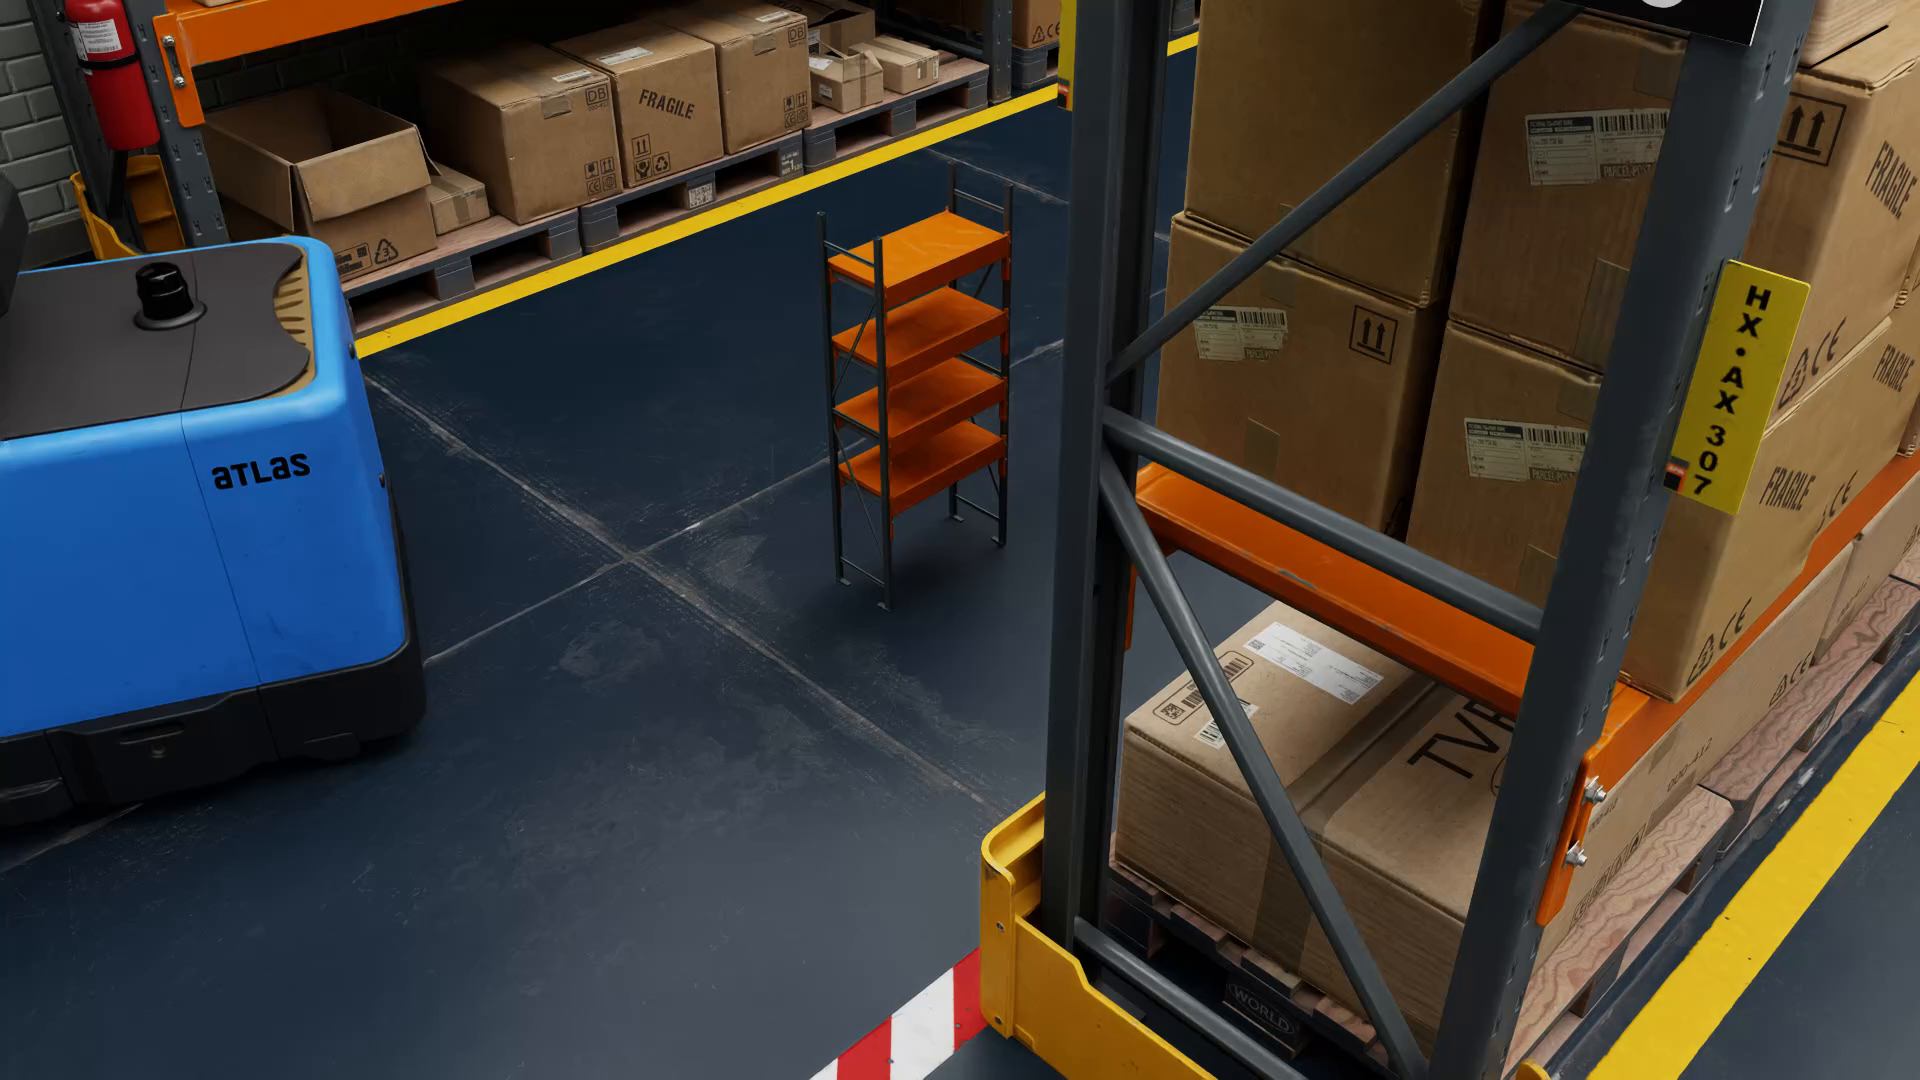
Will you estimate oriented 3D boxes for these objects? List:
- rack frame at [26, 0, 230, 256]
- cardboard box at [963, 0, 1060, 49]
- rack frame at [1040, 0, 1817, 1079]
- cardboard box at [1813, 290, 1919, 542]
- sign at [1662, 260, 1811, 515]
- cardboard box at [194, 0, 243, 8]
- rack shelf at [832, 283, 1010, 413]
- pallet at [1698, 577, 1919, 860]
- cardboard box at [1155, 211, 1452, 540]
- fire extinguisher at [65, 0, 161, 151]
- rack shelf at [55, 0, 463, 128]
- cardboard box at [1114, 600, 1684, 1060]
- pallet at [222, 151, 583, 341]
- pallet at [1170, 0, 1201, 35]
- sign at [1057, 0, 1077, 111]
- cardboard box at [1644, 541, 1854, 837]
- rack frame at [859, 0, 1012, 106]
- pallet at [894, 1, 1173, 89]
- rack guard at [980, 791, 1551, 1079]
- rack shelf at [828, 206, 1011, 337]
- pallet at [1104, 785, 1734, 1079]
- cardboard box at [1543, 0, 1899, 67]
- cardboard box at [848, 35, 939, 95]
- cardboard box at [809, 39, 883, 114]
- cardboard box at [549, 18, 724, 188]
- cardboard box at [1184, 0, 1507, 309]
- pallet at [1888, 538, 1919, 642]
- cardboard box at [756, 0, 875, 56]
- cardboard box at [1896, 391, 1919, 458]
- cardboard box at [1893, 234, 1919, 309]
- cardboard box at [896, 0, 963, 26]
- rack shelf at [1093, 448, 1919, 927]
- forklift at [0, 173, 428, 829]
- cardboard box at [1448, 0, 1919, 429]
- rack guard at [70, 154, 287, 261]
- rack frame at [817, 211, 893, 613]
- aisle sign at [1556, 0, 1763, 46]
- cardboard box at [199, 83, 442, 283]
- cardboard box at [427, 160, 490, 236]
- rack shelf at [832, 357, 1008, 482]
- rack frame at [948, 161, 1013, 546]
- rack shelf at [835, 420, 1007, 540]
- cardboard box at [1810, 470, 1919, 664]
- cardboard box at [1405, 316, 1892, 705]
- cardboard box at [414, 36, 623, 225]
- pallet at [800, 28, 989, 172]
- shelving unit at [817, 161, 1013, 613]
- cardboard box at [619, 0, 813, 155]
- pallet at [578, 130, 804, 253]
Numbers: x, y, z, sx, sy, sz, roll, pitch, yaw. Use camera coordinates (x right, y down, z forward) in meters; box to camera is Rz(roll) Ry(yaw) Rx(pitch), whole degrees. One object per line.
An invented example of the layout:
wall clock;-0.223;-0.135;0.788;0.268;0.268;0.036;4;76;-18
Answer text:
rack frame;-2.955;-2.022;5.527;1.000;3.000;0.127;30;45;35
cardboard box;0.364;-2.898;8.602;0.500;0.500;0.500;-28;43;-34
rack frame;0.570;-0.023;2.661;1.000;3.000;0.127;30;45;35
cardboard box;1.448;-0.360;3.056;0.500;0.500;0.500;29;44;35
sign;0.960;-0.185;2.066;0.100;0.325;0.005;30;45;35
cardboard box;-2.529;-1.942;5.632;0.380;0.149;0.250;29;44;35
rack shelf;-0.117;-0.553;4.721;0.258;0.148;0.480;30;45;35
pallet;1.937;0.272;4.676;1.003;0.211;1.213;30;45;35
cardboard box;0.722;-0.367;3.066;0.500;0.500;0.500;-30;45;-35
fire extinguisher;-2.731;-1.591;5.303;0.296;0.674;0.183;30;45;35
rack shelf;-1.546;-2.539;6.897;1.077;0.370;4.000;30;45;35
cardboard box;0.964;0.547;3.716;0.875;0.438;0.875;28;44;34
pallet;-2.341;-1.233;6.834;1.003;0.211;1.213;30;45;35
pallet;1.269;-3.345;9.862;1.003;0.211;1.213;30;45;35
sign;0.195;-0.820;2.584;0.100;0.325;0.005;30;45;35
cardboard box;1.603;0.172;4.253;0.875;0.438;0.875;-29;44;-34
rack frame;-0.137;-3.646;7.856;1.000;3.000;0.127;30;45;35
pallet;0.409;-2.847;9.149;1.003;0.211;1.213;30;45;35
rack guard;0.553;1.012;3.362;1.175;0.500;0.348;30;45;35
rack shelf;-0.117;-0.747;4.586;0.258;0.148;0.480;30;45;35
pallet;1.078;0.765;3.969;1.003;0.211;1.213;30;45;35
cardboard box;1.016;-0.773;2.207;0.250;0.149;0.380;-29;44;-35
cardboard box;-0.321;-2.304;8.057;0.380;0.149;0.250;28;44;34
cardboard box;-0.573;-2.207;7.816;0.258;0.266;0.396;-28;44;-34
cardboard box;-1.384;-1.885;7.148;0.500;0.500;0.500;-29;44;-35
cardboard box;0.741;-0.766;2.764;0.500;0.500;0.500;-28;44;-34
pallet;2.797;-0.226;5.389;1.003;0.211;1.213;30;45;35
cardboard box;-0.770;-2.542;8.257;0.500;0.311;0.500;-28;44;-34
cardboard box;1.820;-0.559;3.342;0.500;0.500;0.500;29;44;35
cardboard box;1.469;-0.767;2.766;0.500;0.500;0.500;28;44;34
cardboard box;-0.001;-3.111;8.907;0.500;0.500;0.500;29;44;35
rack shelf;1.979;-0.540;4.031;1.077;0.370;4.000;30;45;35
forklift;-3.007;-0.639;3.604;3.031;2.935;1.130;-11;36;-16
cardboard box;1.110;-0.554;2.461;0.500;0.500;0.500;28;44;34
rack guard;-2.902;-1.028;6.286;1.175;0.500;0.348;30;45;35
rack frame;-0.289;-0.326;4.668;0.240;1.200;0.015;30;45;35
aisle sign;0.725;-0.943;1.708;0.394;0.787;0.004;30;45;35
cardboard box;-2.457;-1.381;6.422;0.797;0.503;0.637;28;43;34
cardboard box;-2.130;-1.392;6.749;0.380;0.149;0.250;28;43;34
rack shelf;-0.117;-0.370;4.849;0.258;0.148;0.480;30;45;35
rack frame;0.055;-0.524;4.952;0.240;1.200;0.015;30;45;35
rack shelf;-0.117;-0.207;4.962;0.258;0.148;0.480;30;45;35
cardboard box;2.239;-0.193;4.777;0.875;0.438;0.875;28;44;34
cardboard box;1.112;-0.143;2.746;0.500;0.500;0.500;29;44;35
cardboard box;-1.827;-1.710;6.898;0.500;0.500;0.700;-28;44;-34
pallet;-0.621;-2.224;8.254;1.003;0.211;1.213;30;45;35
shelving unit;-0.117;-0.425;4.810;0.258;1.200;0.503;30;45;35
cardboard box;-1.096;-2.132;7.503;0.700;0.500;0.500;28;43;34
pallet;-1.481;-1.726;7.540;1.003;0.211;1.213;30;45;35
